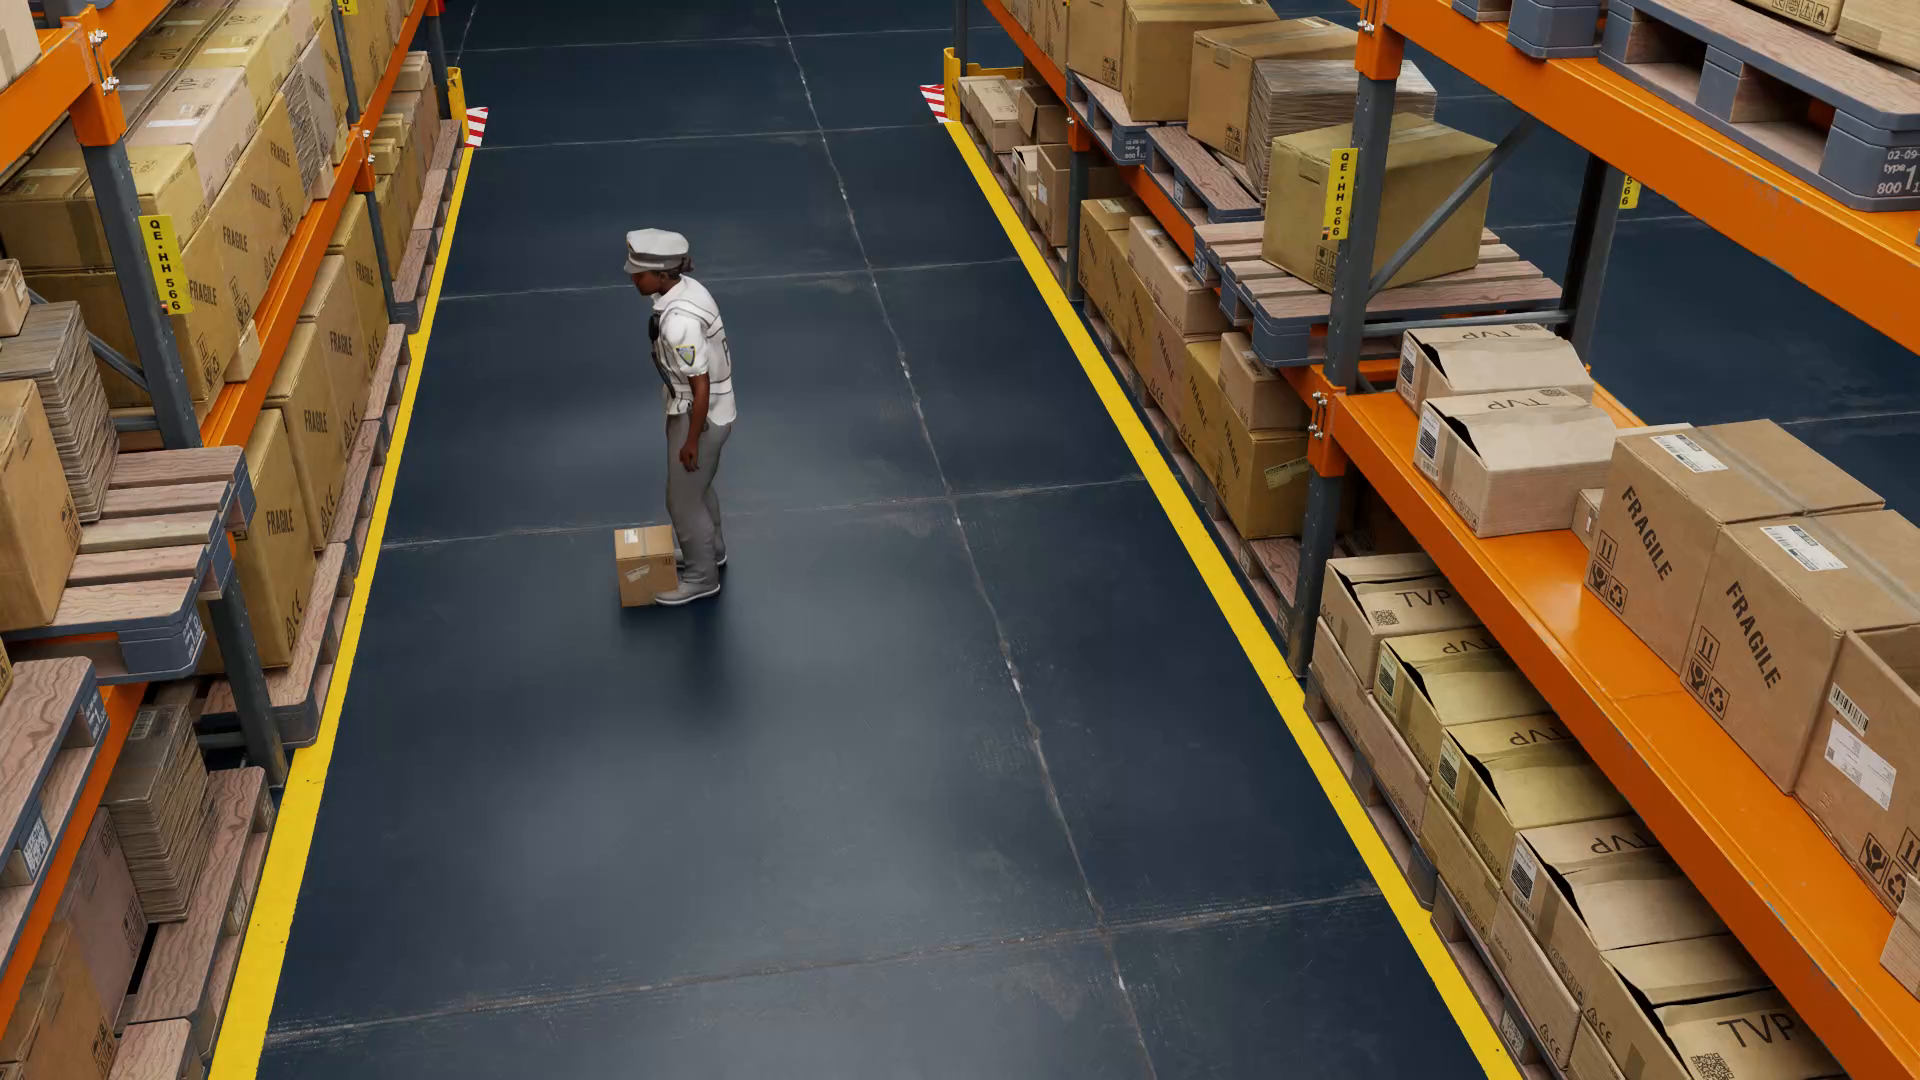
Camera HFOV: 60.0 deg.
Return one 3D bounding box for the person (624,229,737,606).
[{"bbox_3d":[-1.160,-0.515,6.994,0.428,1.659,0.530,-7,32,-12],"label":"person"}]
